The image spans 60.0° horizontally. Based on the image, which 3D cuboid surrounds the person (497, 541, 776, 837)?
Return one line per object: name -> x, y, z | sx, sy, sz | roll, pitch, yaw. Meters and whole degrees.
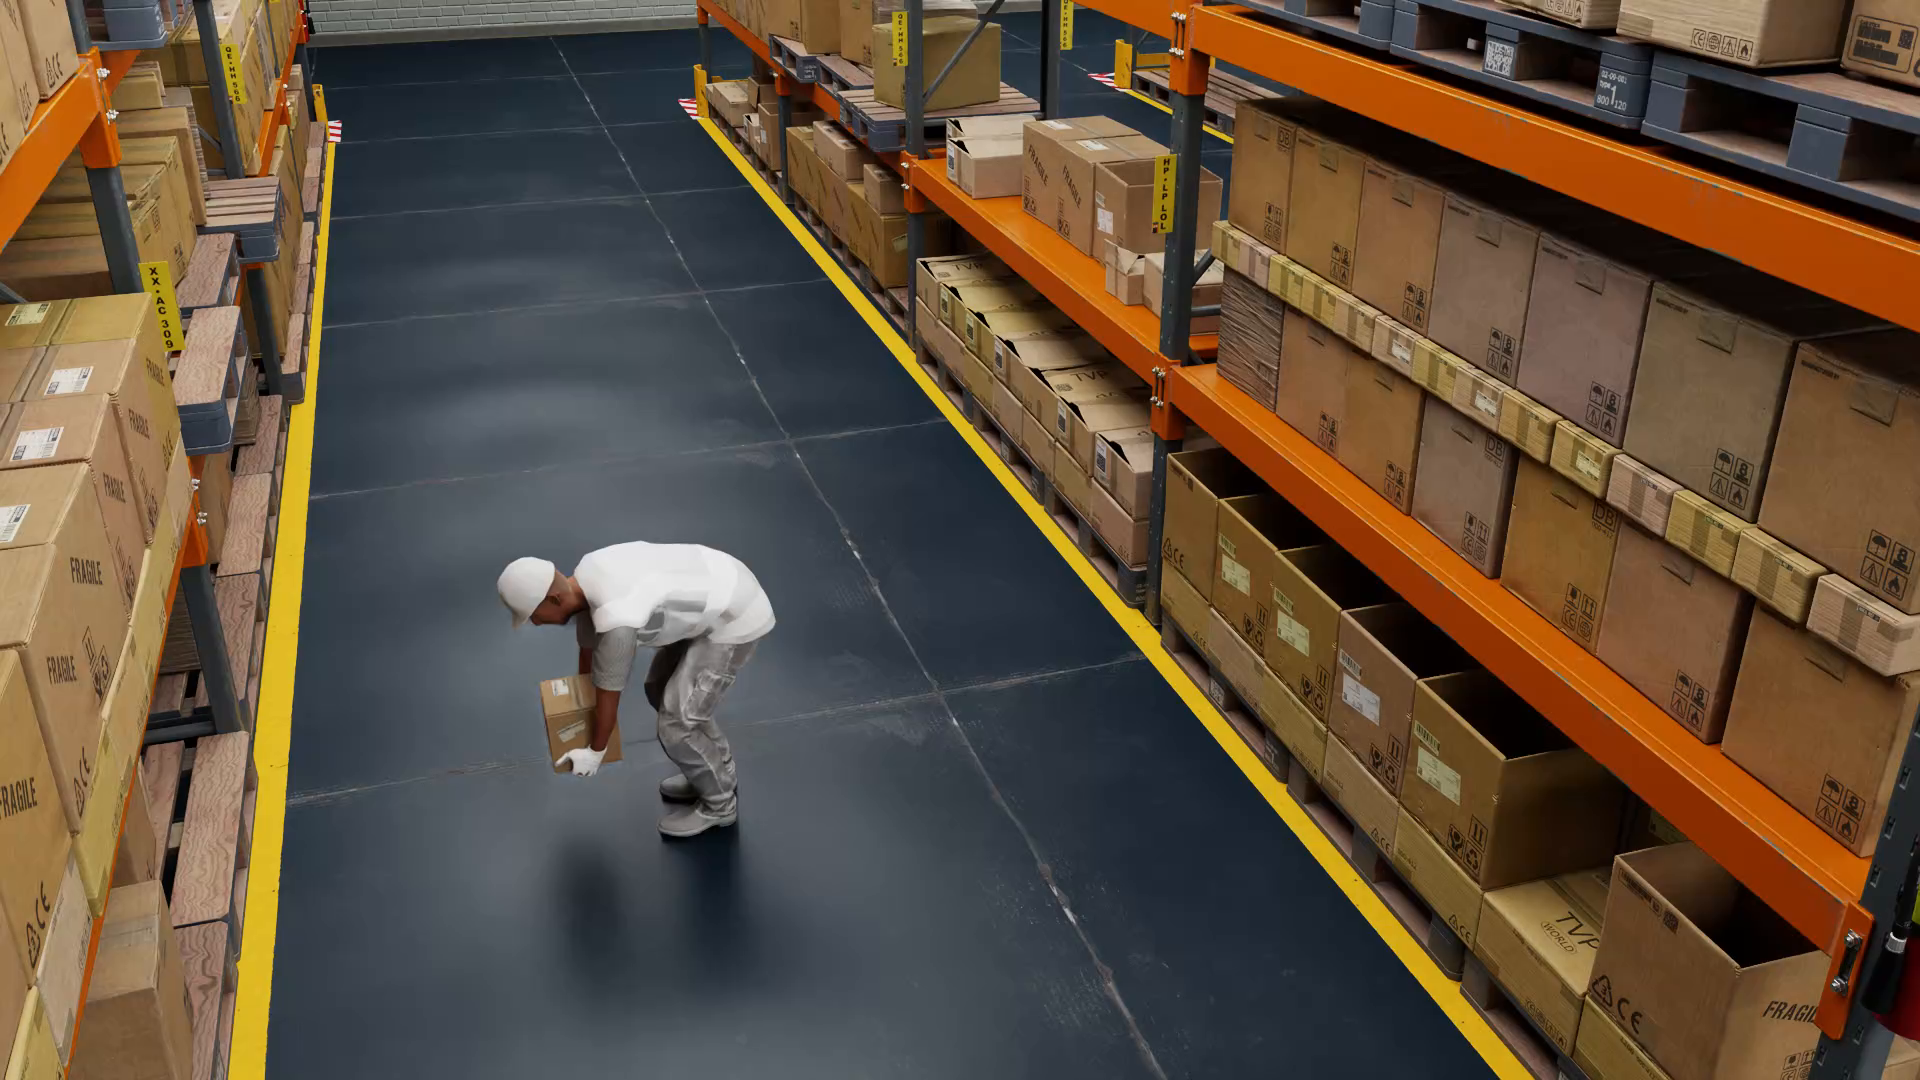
person -> -1.160, 0.541, 6.156 | 0.962, 1.191, 0.524 | -9, 28, -18
